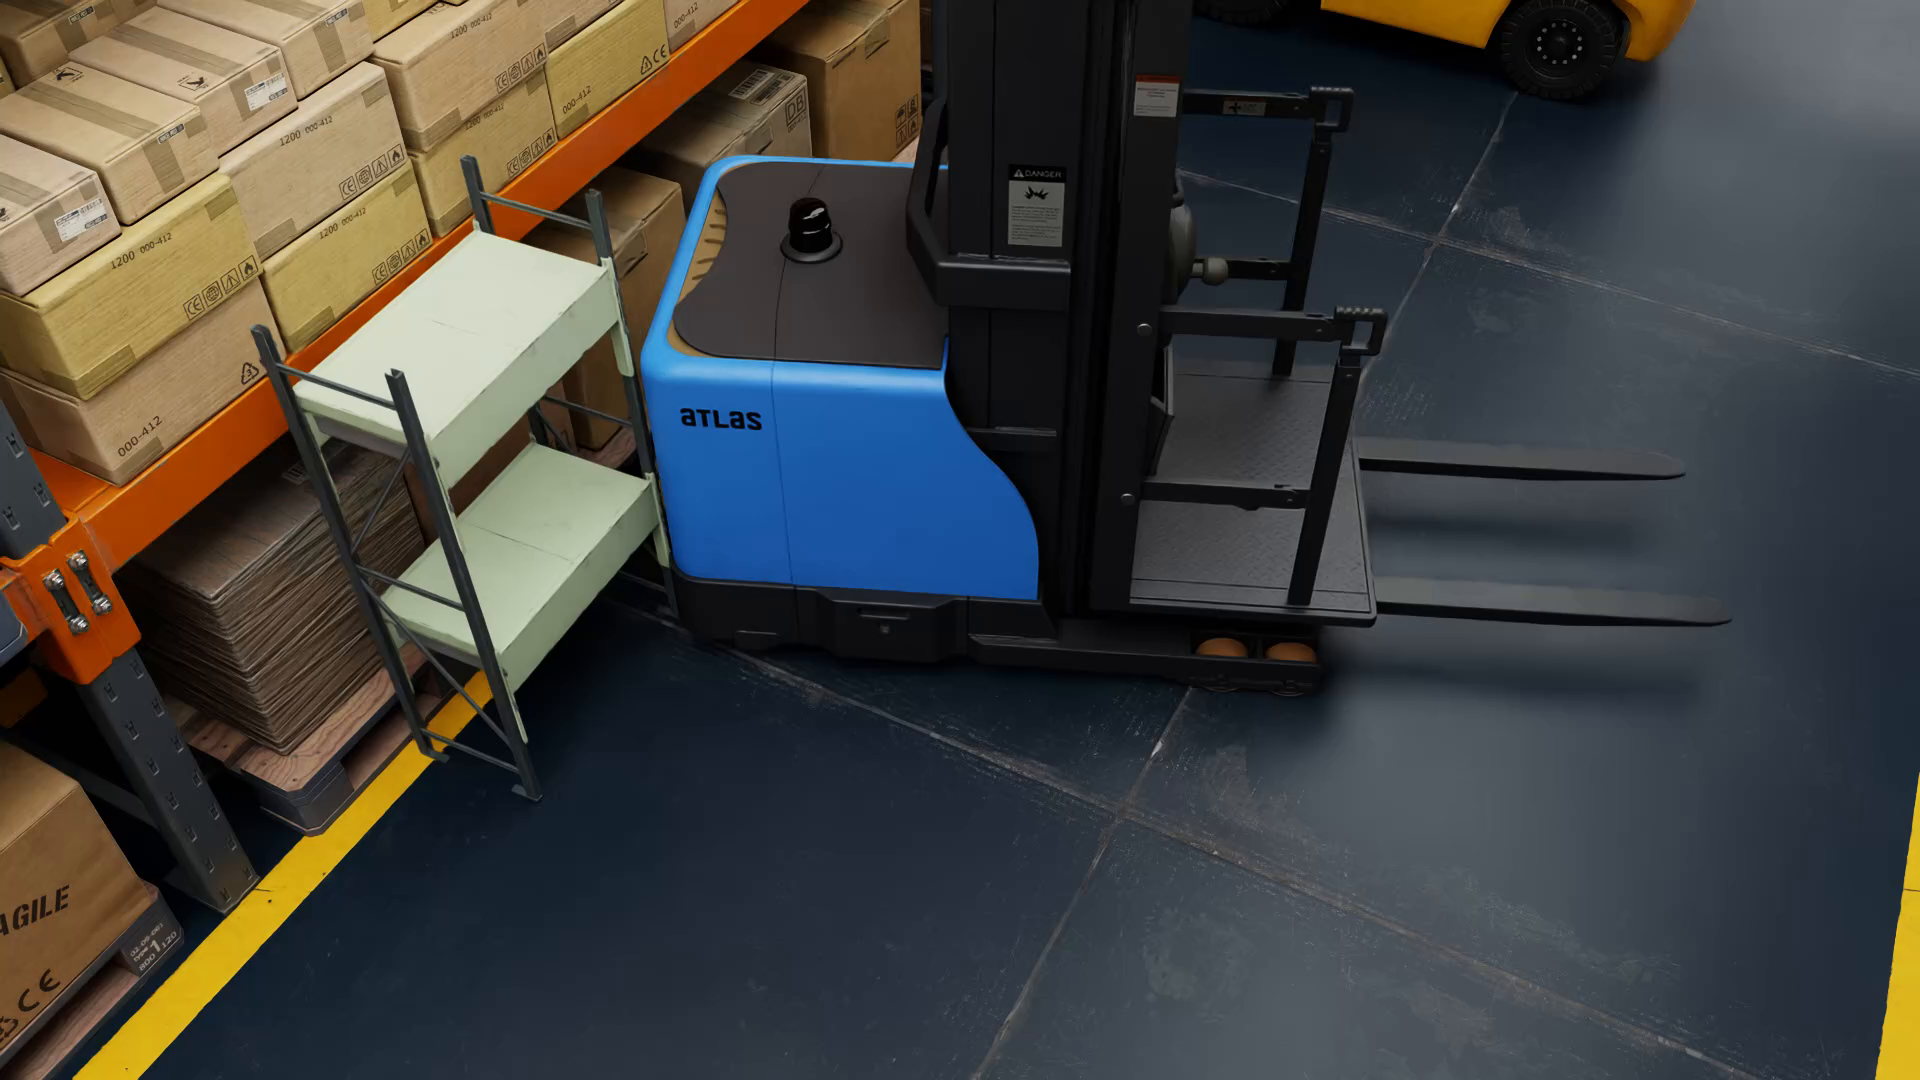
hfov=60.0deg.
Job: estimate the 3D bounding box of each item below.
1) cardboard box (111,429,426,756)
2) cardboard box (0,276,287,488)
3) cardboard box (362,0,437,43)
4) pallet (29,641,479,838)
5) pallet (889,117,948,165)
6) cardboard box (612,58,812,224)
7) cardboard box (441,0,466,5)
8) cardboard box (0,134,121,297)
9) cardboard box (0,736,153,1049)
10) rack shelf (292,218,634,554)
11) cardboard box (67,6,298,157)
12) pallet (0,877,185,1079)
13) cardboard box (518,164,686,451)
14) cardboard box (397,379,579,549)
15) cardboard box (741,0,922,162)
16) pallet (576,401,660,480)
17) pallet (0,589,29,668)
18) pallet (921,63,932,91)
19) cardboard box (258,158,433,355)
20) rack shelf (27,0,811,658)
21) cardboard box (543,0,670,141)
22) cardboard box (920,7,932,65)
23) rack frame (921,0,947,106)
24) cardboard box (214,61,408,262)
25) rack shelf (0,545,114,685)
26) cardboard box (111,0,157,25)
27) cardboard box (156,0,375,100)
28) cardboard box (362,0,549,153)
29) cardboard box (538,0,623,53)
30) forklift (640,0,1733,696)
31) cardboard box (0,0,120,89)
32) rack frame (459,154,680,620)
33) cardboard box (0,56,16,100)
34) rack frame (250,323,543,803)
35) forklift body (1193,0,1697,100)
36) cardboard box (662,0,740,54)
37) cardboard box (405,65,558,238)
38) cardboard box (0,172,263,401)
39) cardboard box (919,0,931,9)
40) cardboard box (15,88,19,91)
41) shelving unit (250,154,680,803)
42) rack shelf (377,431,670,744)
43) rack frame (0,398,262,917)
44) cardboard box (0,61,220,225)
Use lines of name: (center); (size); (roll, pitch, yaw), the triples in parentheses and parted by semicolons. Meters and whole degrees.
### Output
cardboard box: (-2.003, 0.012, 4.503); (0.875, 0.625, 0.625); (22, 49, 20)
cardboard box: (-1.883, -0.433, 3.674); (0.500, 0.250, 0.500); (21, 49, 19)
cardboard box: (-1.477, -1.329, 3.928); (0.380, 0.149, 0.250); (21, 49, 19)
pallet: (-1.888, 0.188, 4.916); (1.003, 0.211, 1.213); (20, 49, 19)
pallet: (-0.756, -1.349, 6.435); (1.003, 0.211, 1.213); (20, 49, 19)
cardboard box: (-1.048, -1.301, 5.801); (0.875, 0.625, 0.625); (20, 49, 19)
cardboard box: (-1.306, -1.470, 4.067); (0.380, 0.149, 0.250); (21, 49, 20)
cardboard box: (-1.896, -0.653, 3.260); (0.380, 0.149, 0.250); (22, 49, 20)
cardboard box: (-2.311, 0.782, 3.830); (0.500, 0.500, 0.500); (22, 49, 20)
rack shelf: (-1.187, -0.388, 4.022); (0.431, 0.370, 0.720); (18, 48, 18)
cardboard box: (-1.677, -0.992, 3.595); (0.380, 0.149, 0.250); (22, 49, 20)
pallet: (-2.685, 1.152, 3.963); (1.003, 0.211, 1.213); (20, 49, 19)
cardboard box: (-1.395, -0.826, 5.332); (0.875, 0.625, 0.625); (19, 48, 17)
cardboard box: (-1.707, -0.402, 4.913); (0.875, 0.625, 0.625); (22, 49, 20)
cardboard box: (-0.681, -1.787, 6.281); (0.875, 0.625, 0.625); (23, 50, 21)
pallet: (-1.321, -0.578, 5.672); (1.003, 0.211, 1.213); (20, 49, 19)
pallet: (-2.558, 0.231, 3.047); (1.213, 0.211, 1.003); (20, 49, 19)
pallet: (-0.042, -2.313, 7.388); (1.003, 0.211, 1.213); (20, 49, 19)
cardboard box: (-1.645, -0.748, 3.986); (0.500, 0.250, 0.500); (19, 48, 18)
rack shelf: (-1.377, -1.294, 4.925); (1.077, 0.370, 4.000); (20, 49, 19)
cardboard box: (-1.170, -1.401, 4.631); (0.500, 0.250, 0.500); (22, 49, 20)
cardboard box: (0.070, -2.183, 6.936); (0.500, 0.250, 0.500); (21, 49, 19)
rack frame: (-0.448, -2.806, 5.915); (1.000, 3.000, 0.127); (20, 49, 19)
cardboard box: (-1.649, -0.923, 3.808); (0.500, 0.250, 0.500); (22, 49, 20)
rack shelf: (-3.234, 1.226, 2.435); (1.077, 0.370, 4.000); (20, 49, 19)
cardboard box: (-2.084, -1.344, 3.943); (0.380, 0.149, 0.250); (20, 49, 18)
cardboard box: (-1.567, -1.161, 3.762); (0.380, 0.149, 0.250); (21, 49, 19)
cardboard box: (-1.390, -1.247, 4.128); (0.500, 0.250, 0.500); (19, 48, 18)
cardboard box: (-1.176, -1.577, 4.454); (0.500, 0.250, 0.500); (21, 49, 20)
forklift: (0.712, -0.976, 4.154); (3.031, 2.935, 1.130); (4, 45, 4)
cardboard box: (-2.137, -1.166, 3.767); (0.380, 0.149, 0.250); (20, 49, 19)
rack frame: (-1.024, -0.351, 4.530); (0.400, 1.500, 0.023); (18, 48, 18)
cardboard box: (-2.311, -1.023, 3.626); (0.380, 0.149, 0.250); (22, 49, 20)
rack frame: (-1.338, 0.123, 4.069); (0.400, 1.500, 0.023); (18, 48, 18)
forklift body: (2.144, -3.231, 6.931); (2.313, 2.155, 1.214); (20, 49, 19)
cardboard box: (-0.937, -1.729, 4.955); (0.500, 0.250, 0.500); (21, 49, 19)
cardboard box: (-1.412, -1.075, 4.309); (0.500, 0.250, 0.500); (19, 48, 18)
cardboard box: (-1.861, -0.600, 3.488); (0.500, 0.250, 0.500); (20, 49, 19)
cardboard box: (0.050, -2.366, 6.766); (0.500, 0.250, 0.500); (20, 49, 19)
cardboard box: (-2.107, -1.107, 3.989); (0.500, 0.250, 0.500); (21, 49, 19)
shelving unit: (-1.181, -0.114, 4.300); (0.431, 1.500, 0.755); (18, 48, 18)
rack shelf: (-1.176, 0.115, 4.532); (0.431, 0.370, 0.720); (18, 48, 18)
rack frame: (-2.305, -0.286, 3.424); (1.000, 3.000, 0.127); (20, 49, 19)
cardboard box: (-1.773, -0.822, 3.427); (0.380, 0.149, 0.250); (21, 49, 20)
